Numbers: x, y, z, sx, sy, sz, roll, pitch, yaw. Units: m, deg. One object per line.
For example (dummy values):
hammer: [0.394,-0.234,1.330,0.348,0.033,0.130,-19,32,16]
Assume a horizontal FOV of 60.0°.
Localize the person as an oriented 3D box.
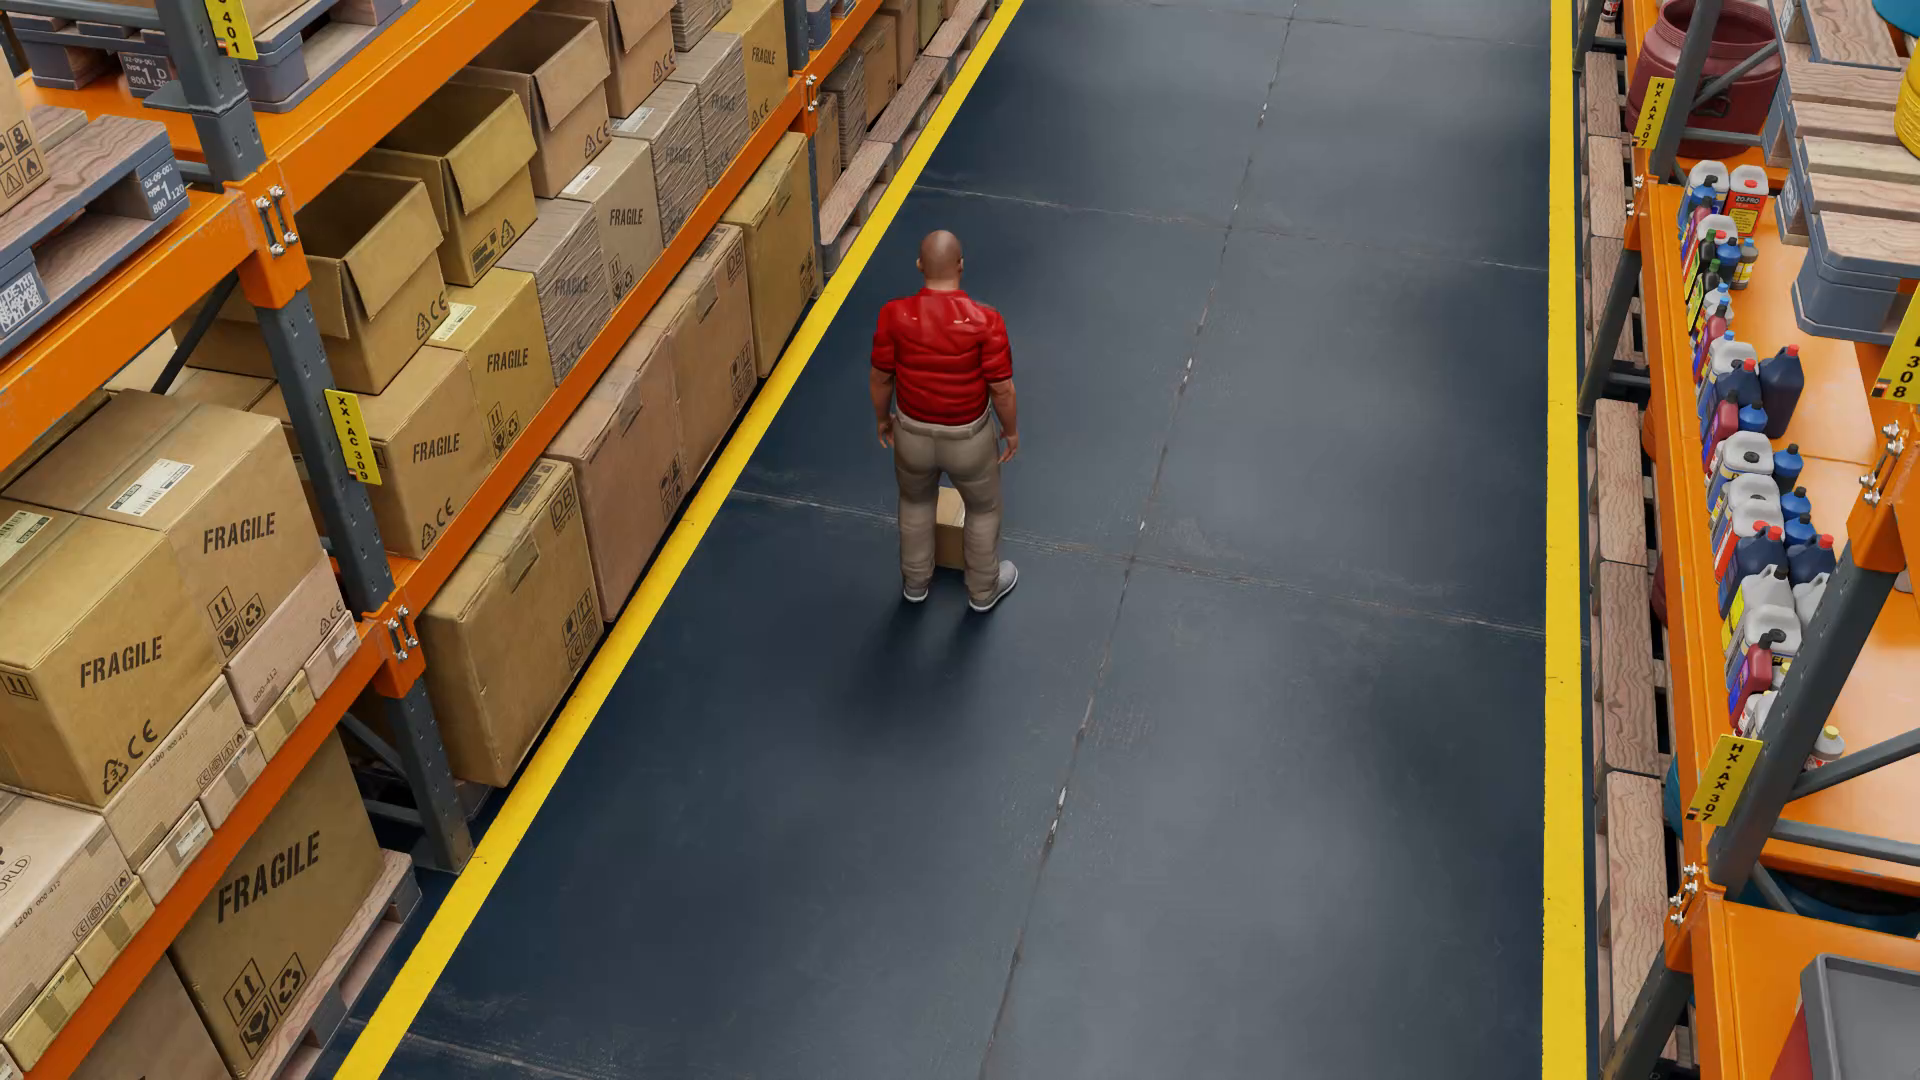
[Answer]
person: [-0.058,-0.442,6.682,0.589,1.725,0.391,8,41,9]
